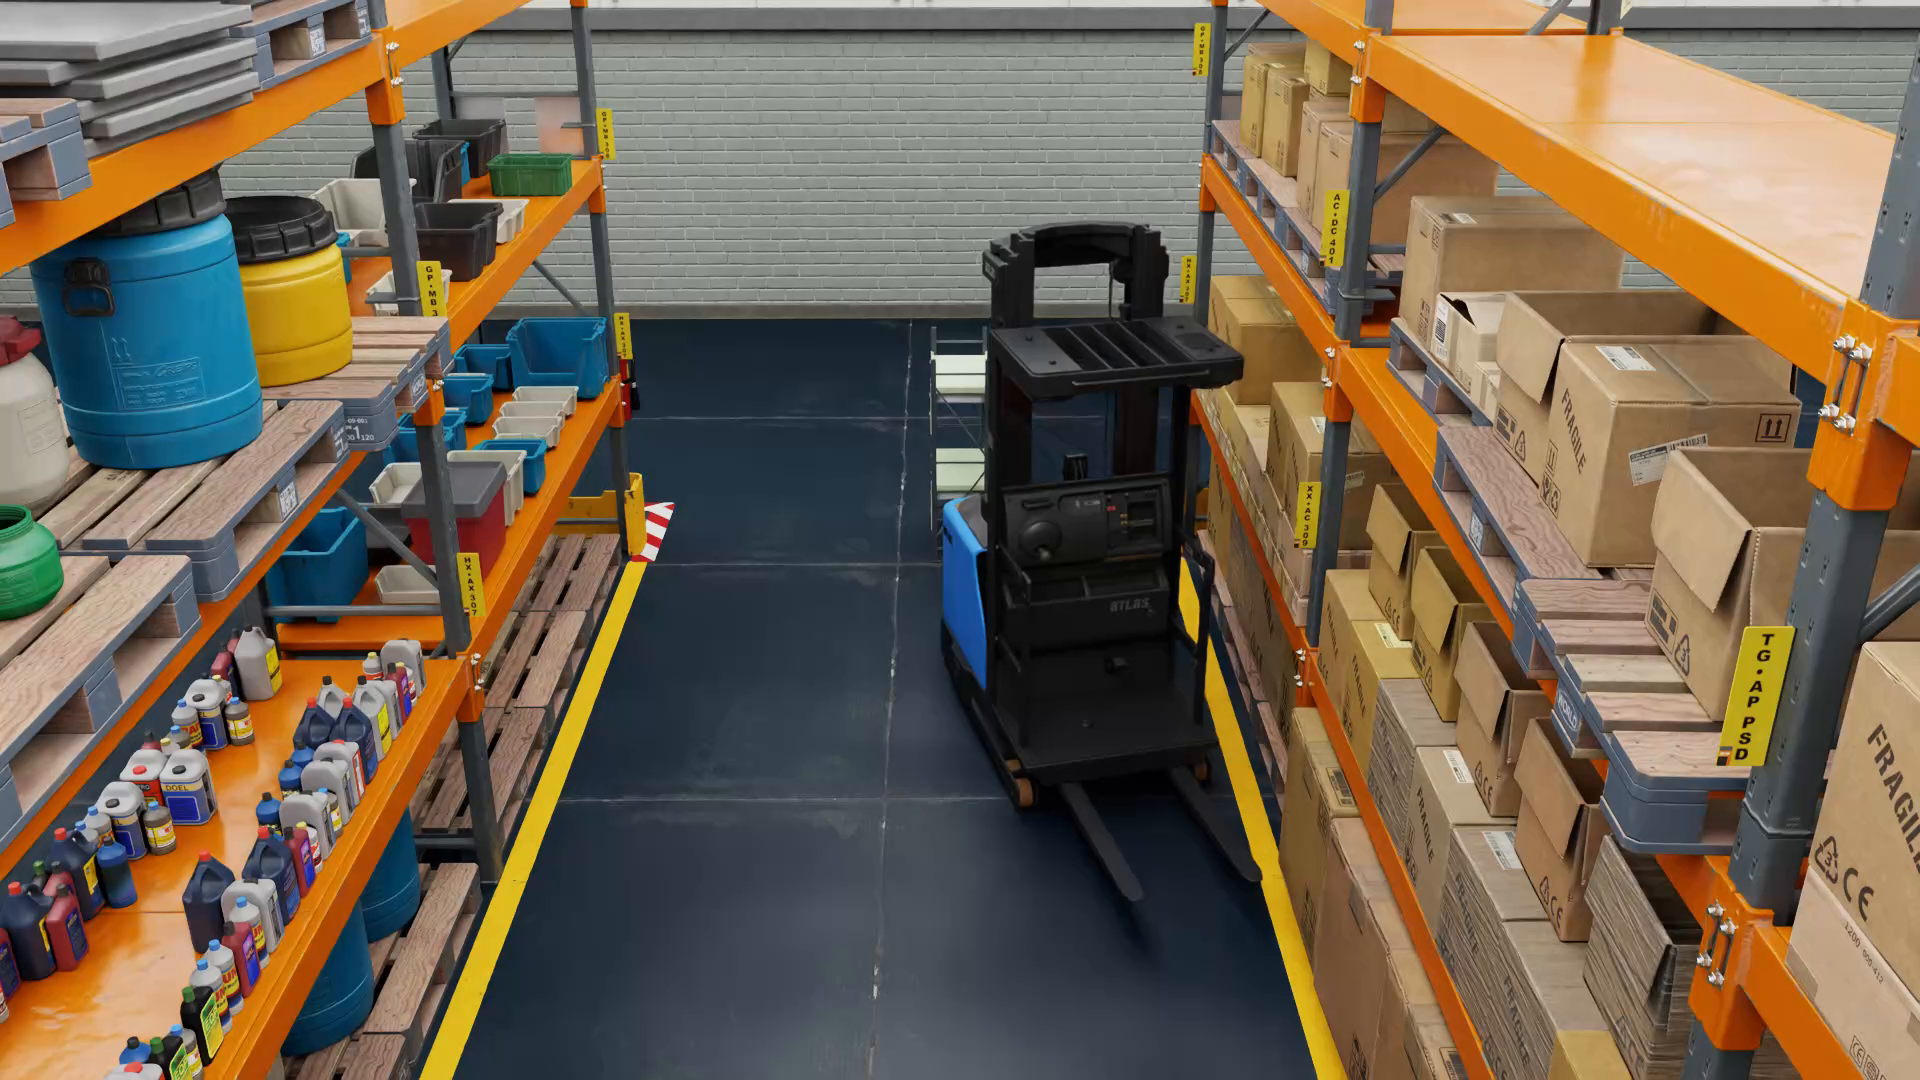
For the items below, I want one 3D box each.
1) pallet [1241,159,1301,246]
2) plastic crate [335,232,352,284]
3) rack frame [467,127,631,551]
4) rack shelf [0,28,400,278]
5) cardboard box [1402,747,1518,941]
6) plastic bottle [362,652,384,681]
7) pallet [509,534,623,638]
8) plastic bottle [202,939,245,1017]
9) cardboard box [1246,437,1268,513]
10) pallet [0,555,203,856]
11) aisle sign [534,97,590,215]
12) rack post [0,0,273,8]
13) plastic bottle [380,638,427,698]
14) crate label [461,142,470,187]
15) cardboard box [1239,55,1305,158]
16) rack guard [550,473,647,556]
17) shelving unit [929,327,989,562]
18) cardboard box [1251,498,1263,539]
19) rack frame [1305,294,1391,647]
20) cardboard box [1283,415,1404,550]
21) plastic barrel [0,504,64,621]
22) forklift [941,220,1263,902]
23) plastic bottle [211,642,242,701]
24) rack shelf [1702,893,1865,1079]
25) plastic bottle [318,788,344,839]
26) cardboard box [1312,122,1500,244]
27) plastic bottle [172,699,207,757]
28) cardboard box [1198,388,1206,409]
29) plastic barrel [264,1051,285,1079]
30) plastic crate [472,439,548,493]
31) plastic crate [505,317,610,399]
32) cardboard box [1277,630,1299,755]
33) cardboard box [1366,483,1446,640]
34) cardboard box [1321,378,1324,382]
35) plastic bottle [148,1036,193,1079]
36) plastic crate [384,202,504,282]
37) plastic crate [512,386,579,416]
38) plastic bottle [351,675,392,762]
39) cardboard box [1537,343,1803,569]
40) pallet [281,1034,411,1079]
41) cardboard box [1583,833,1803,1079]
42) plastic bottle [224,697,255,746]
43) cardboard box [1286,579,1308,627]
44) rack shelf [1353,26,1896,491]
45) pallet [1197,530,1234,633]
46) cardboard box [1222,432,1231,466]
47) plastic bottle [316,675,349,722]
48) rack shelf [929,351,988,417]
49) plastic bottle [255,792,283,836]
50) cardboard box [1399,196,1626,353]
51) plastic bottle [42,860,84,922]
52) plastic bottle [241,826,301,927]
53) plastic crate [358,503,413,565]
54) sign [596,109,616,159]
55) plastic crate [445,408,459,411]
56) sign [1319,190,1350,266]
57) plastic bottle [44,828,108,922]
[{"bbox_3d":[2.133,-1.850,9.052,1.003,0.211,1.213,0,24,-1],"label":"pallet"},{"bbox_3d":[-3.140,-1.327,7.991,0.416,0.233,0.300,0,24,-1],"label":"plastic crate"},{"bbox_3d":[-2.854,-1.311,11.393,1.000,3.000,0.127,0,24,-1],"label":"rack frame"},{"bbox_3d":[-2.789,-1.062,4.921,1.077,0.370,4.000,0,24,-1],"label":"rack shelf"},{"bbox_3d":[1.919,1.086,5.971,0.500,0.500,0.500,0,24,0],"label":"cardboard box"},{"bbox_3d":[-2.608,0.597,7.415,0.097,0.201,0.097,0,24,0],"label":"plastic bottle"},{"bbox_3d":[-2.884,0.299,11.216,1.003,0.211,1.213,0,24,-1],"label":"pallet"},{"bbox_3d":[-2.432,1.435,5.476,0.097,0.271,0.097,0,24,0],"label":"plastic bottle"},{"bbox_3d":[1.861,-0.357,9.103,0.500,0.250,0.500,0,24,1],"label":"cardboard box"},{"bbox_3d":[-2.678,0.389,4.223,1.003,0.211,1.213,0,24,-1],"label":"pallet"},{"bbox_3d":[-2.562,-2.527,10.926,0.394,0.787,0.004,0,24,-1],"label":"aisle sign"},{"bbox_3d":[-2.833,-2.015,5.760,0.937,0.300,0.954,-1,24,-2],"label":"rack post"},{"bbox_3d":[-2.483,0.554,7.418,0.152,0.276,0.135,0,24,-1],"label":"plastic bottle"},{"bbox_3d":[-3.167,-2.229,9.962,0.408,0.251,0.502,0,24,-1],"label":"crate label"},{"bbox_3d":[2.043,-2.536,9.709,0.700,0.500,0.500,-1,24,-2],"label":"cardboard box"},{"bbox_3d":[-2.867,-0.182,11.930,1.175,0.500,0.348,0,24,-1],"label":"rack guard"},{"bbox_3d":[0.000,-0.681,11.818,0.431,1.500,0.755,0,24,-1],"label":"shelving unit"},{"bbox_3d":[1.800,-0.119,9.062,0.380,0.149,0.250,0,24,0],"label":"cardboard box"},{"bbox_3d":[2.142,0.315,7.798,1.000,3.000,0.127,0,24,-1],"label":"rack frame"},{"bbox_3d":[1.870,-0.282,8.029,0.500,0.500,0.500,0,24,1],"label":"cardboard box"},{"bbox_3d":[-2.549,0.060,4.399,0.294,0.245,0.294,0,24,0],"label":"plastic barrel"},{"bbox_3d":[0.747,-0.069,8.728,1.130,2.935,3.031,-6,25,-13],"label":"forklift"},{"bbox_3d":[-3.232,0.598,7.313,0.061,0.283,0.133,0,24,-1],"label":"plastic bottle"},{"bbox_3d":[2.208,1.748,1.861,1.077,0.370,4.000,0,24,-1],"label":"rack shelf"},{"bbox_3d":[-2.443,1.050,6.413,0.097,0.201,0.097,0,24,0],"label":"plastic bottle"},{"bbox_3d":[2.073,-1.657,7.764,0.700,0.500,0.500,-2,24,-4],"label":"cardboard box"},{"bbox_3d":[-3.209,0.787,6.910,0.097,0.271,0.097,0,24,0],"label":"plastic bottle"},{"bbox_3d":[1.777,-0.966,10.933,0.380,0.149,0.250,-1,24,-1],"label":"cardboard box"},{"bbox_3d":[-2.897,2.028,6.518,0.421,0.512,0.421,0,24,0],"label":"plastic barrel"},{"bbox_3d":[-2.575,-0.417,9.546,0.416,0.233,0.300,0,24,-1],"label":"plastic crate"},{"bbox_3d":[-2.664,-1.218,11.070,0.616,0.435,0.499,0,24,-1],"label":"plastic crate"},{"bbox_3d":[2.215,0.819,8.751,0.875,0.875,0.875,0,24,-1],"label":"cardboard box"},{"bbox_3d":[2.157,0.075,6.988,0.797,0.503,0.637,-1,24,-2],"label":"cardboard box"},{"bbox_3d":[2.380,-0.784,10.047,0.500,0.250,0.500,-1,24,-2],"label":"cardboard box"},{"bbox_3d":[-2.409,1.612,5.070,0.061,0.283,0.133,0,24,-1],"label":"plastic bottle"},{"bbox_3d":[-2.550,-1.483,8.292,0.497,0.269,0.590,0,24,-1],"label":"plastic crate"},{"bbox_3d":[-2.664,-0.883,10.694,0.396,0.136,0.243,0,24,-1],"label":"plastic crate"},{"bbox_3d":[-2.473,0.737,6.924,0.144,0.351,0.185,0,24,-1],"label":"plastic bottle"},{"bbox_3d":[2.010,-0.247,4.769,0.500,0.500,0.500,1,24,2],"label":"cardboard box"},{"bbox_3d":[-2.828,2.430,6.505,1.003,0.211,1.213,0,24,-1],"label":"pallet"},{"bbox_3d":[2.194,1.159,4.592,0.797,0.503,0.637,1,24,1],"label":"cardboard box"},{"bbox_3d":[-3.058,0.762,7.049,0.097,0.201,0.097,0,24,0],"label":"plastic bottle"},{"bbox_3d":[1.811,0.305,8.124,0.380,0.149,0.250,0,24,0],"label":"cardboard box"},{"bbox_3d":[2.164,-1.085,4.970,1.077,0.370,4.000,0,24,-1],"label":"rack shelf"},{"bbox_3d":[2.185,0.266,11.289,1.003,0.211,1.213,0,24,-1],"label":"pallet"},{"bbox_3d":[1.789,-0.542,9.996,0.380,0.149,0.250,-1,24,-1],"label":"cardboard box"},{"bbox_3d":[-2.618,0.737,6.923,0.144,0.351,0.185,0,24,-1],"label":"plastic bottle"},{"bbox_3d":[0.000,-1.036,11.657,0.431,0.370,0.720,0,24,-1],"label":"rack shelf"},{"bbox_3d":[-2.594,1.074,6.275,0.097,0.271,0.097,0,24,0],"label":"plastic bottle"},{"bbox_3d":[2.158,-1.050,6.544,0.700,0.500,0.500,0,24,1],"label":"cardboard box"},{"bbox_3d":[-3.153,1.271,5.824,0.061,0.283,0.133,0,24,-1],"label":"plastic bottle"},{"bbox_3d":[-2.461,1.191,5.921,0.144,0.351,0.185,0,24,-1],"label":"plastic bottle"},{"bbox_3d":[-3.091,-0.025,8.810,0.437,0.125,0.590,0,24,-1],"label":"plastic crate"},{"bbox_3d":[-2.304,-2.640,10.816,0.100,0.325,0.005,0,24,-1],"label":"sign"},{"bbox_3d":[-3.253,-0.703,10.295,0.250,0.136,0.298,0,24,-1],"label":"plastic crate"},{"bbox_3d":[1.587,-1.321,7.050,0.100,0.325,0.005,0,24,-1],"label":"sign"},{"bbox_3d":[-3.174,1.175,5.955,0.144,0.351,0.185,0,24,-1],"label":"plastic bottle"}]
